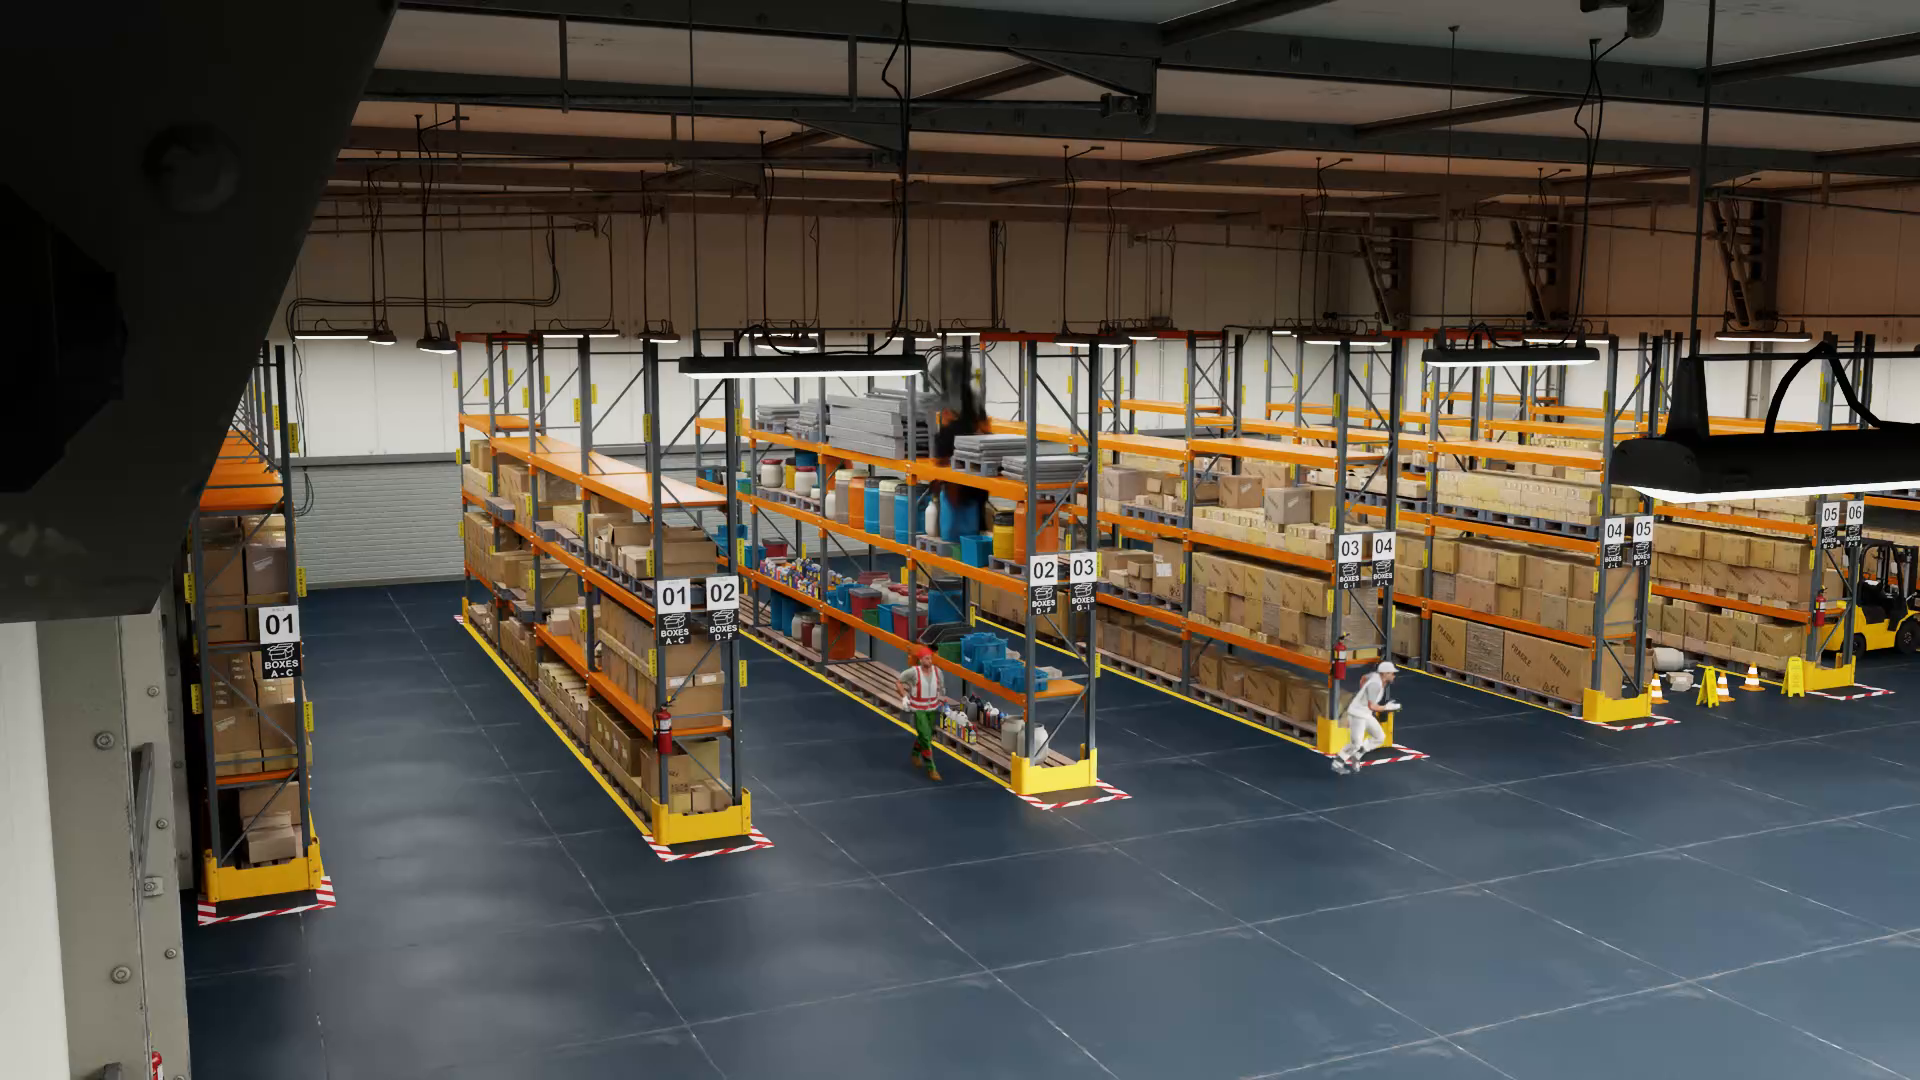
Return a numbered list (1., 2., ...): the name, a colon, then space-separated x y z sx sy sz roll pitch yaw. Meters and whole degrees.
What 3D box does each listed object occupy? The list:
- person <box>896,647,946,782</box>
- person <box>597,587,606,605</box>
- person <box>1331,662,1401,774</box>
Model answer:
1. person: -0.504 2.351 22.924 0.657 1.803 0.884 -5 9 -31
2. person: -7.261 0.996 33.752 0.600 1.608 0.532 -5 9 -33
3. person: 5.611 2.439 22.905 0.924 1.608 0.698 3 8 23
